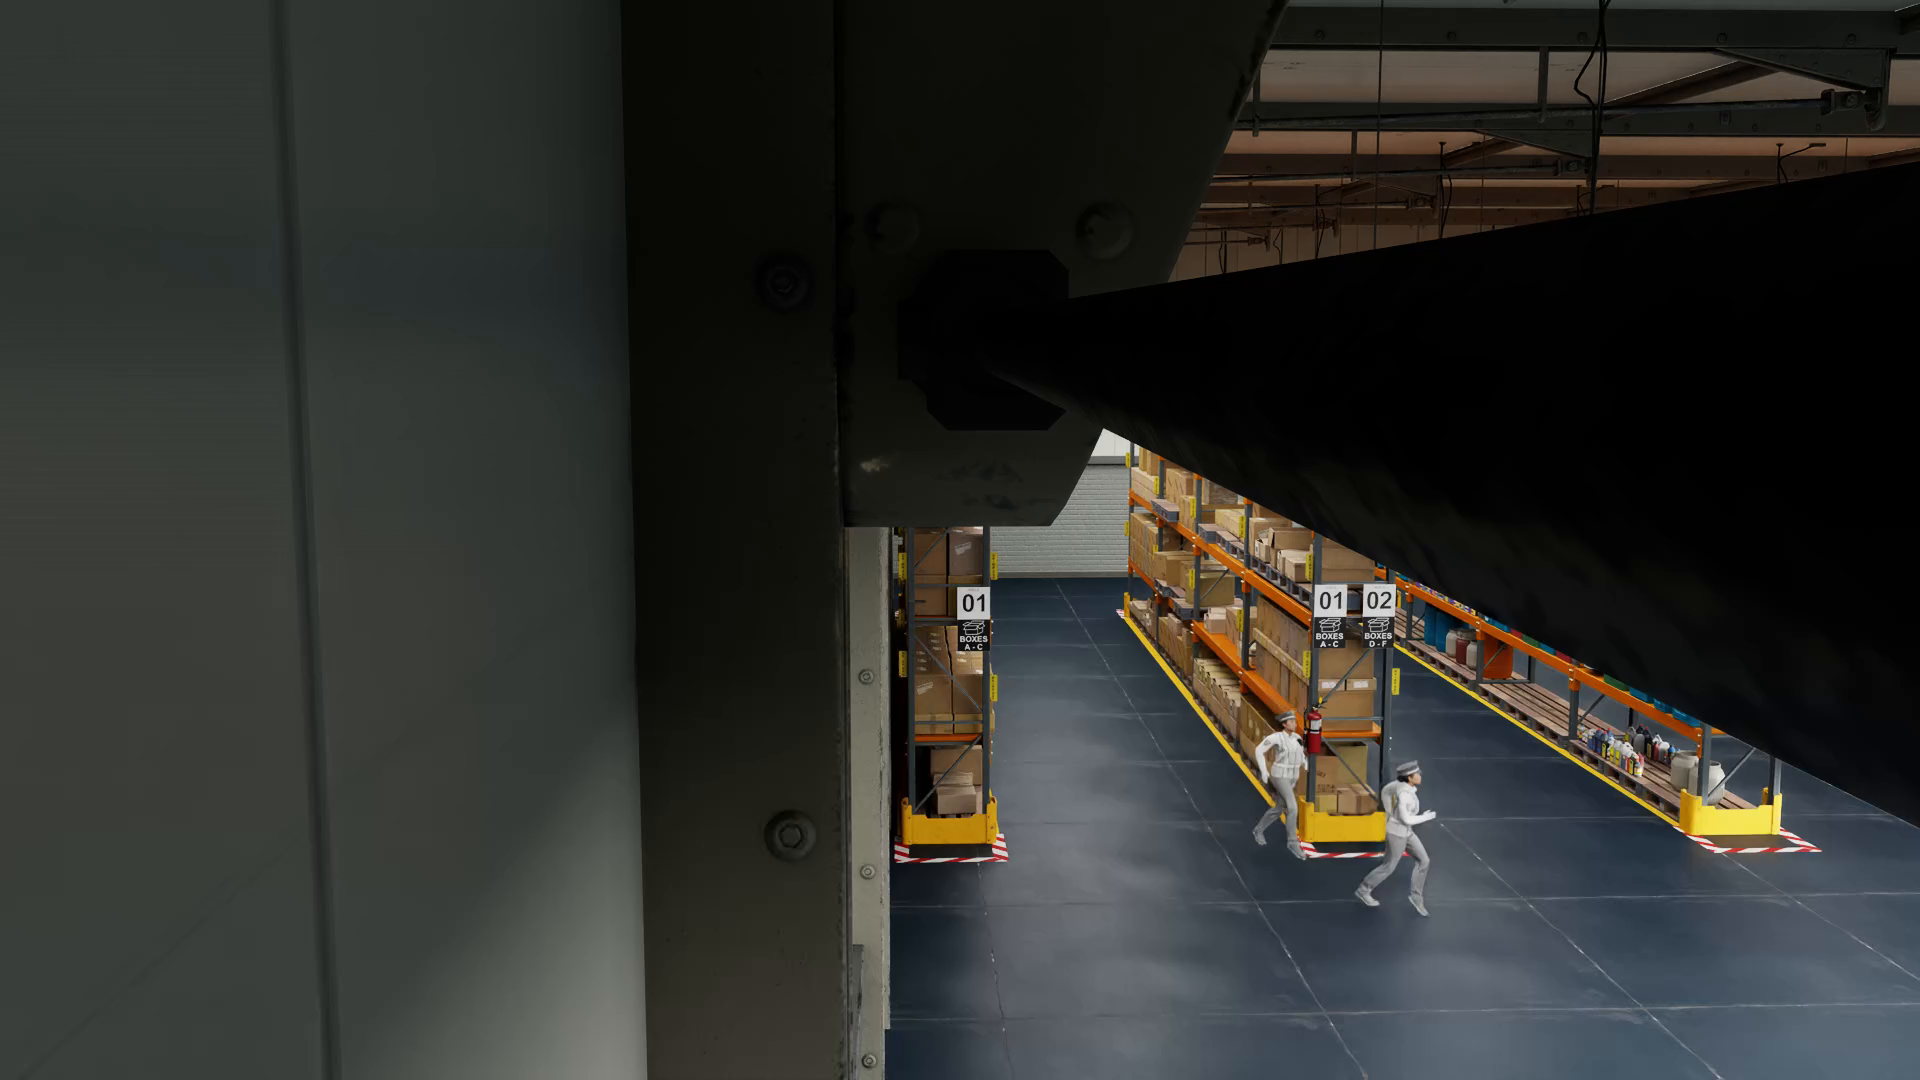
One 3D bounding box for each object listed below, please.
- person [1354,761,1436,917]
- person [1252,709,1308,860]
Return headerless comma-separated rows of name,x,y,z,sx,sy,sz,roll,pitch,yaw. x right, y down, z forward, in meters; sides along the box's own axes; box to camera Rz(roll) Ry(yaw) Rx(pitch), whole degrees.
person,4.709,3.210,17.984,0.825,1.726,0.638,2,8,17
person,3.927,2.875,19.854,0.611,1.678,0.834,-6,9,-38
